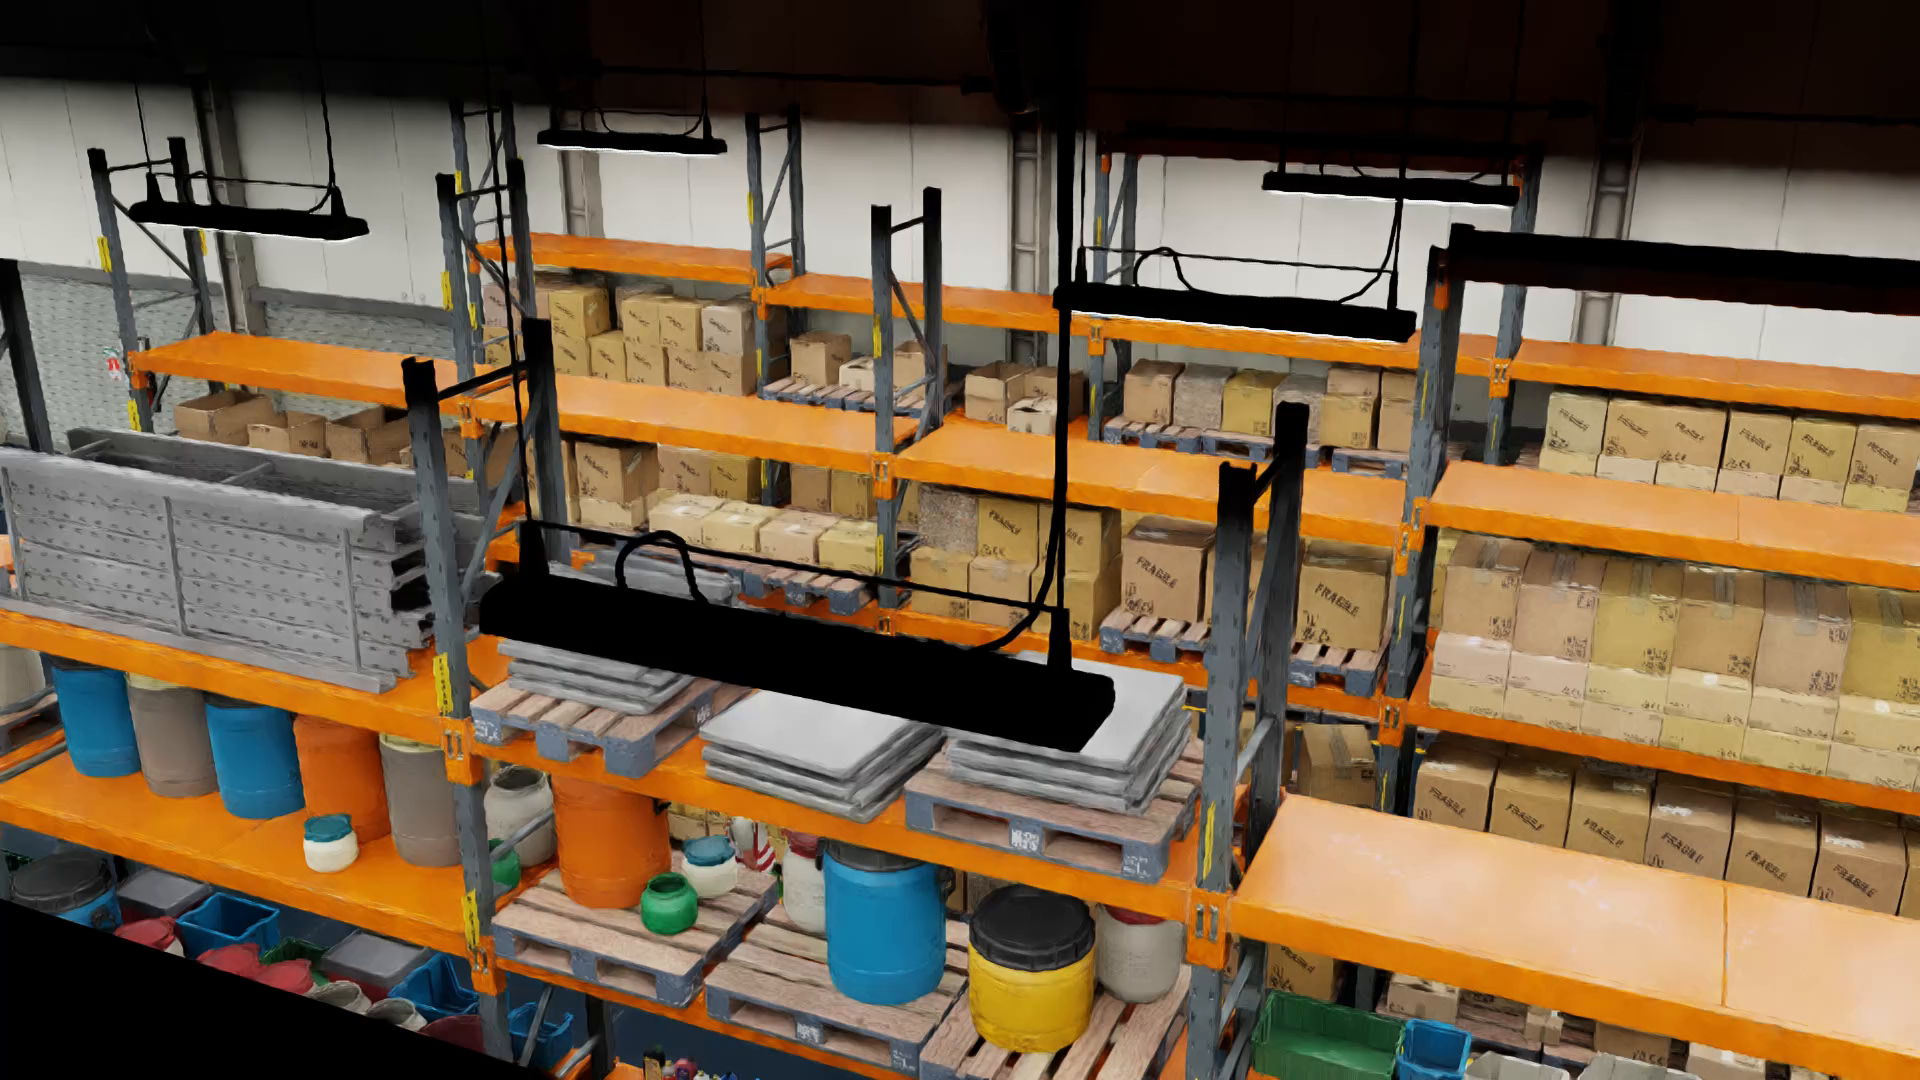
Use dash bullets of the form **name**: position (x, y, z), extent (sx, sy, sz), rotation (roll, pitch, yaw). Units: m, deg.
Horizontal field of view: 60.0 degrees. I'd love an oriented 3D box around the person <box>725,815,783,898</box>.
- **person**: position (-1.713, 2.602, 13.269), extent (1.031, 1.728, 0.526), rotation (5, 21, 14)
